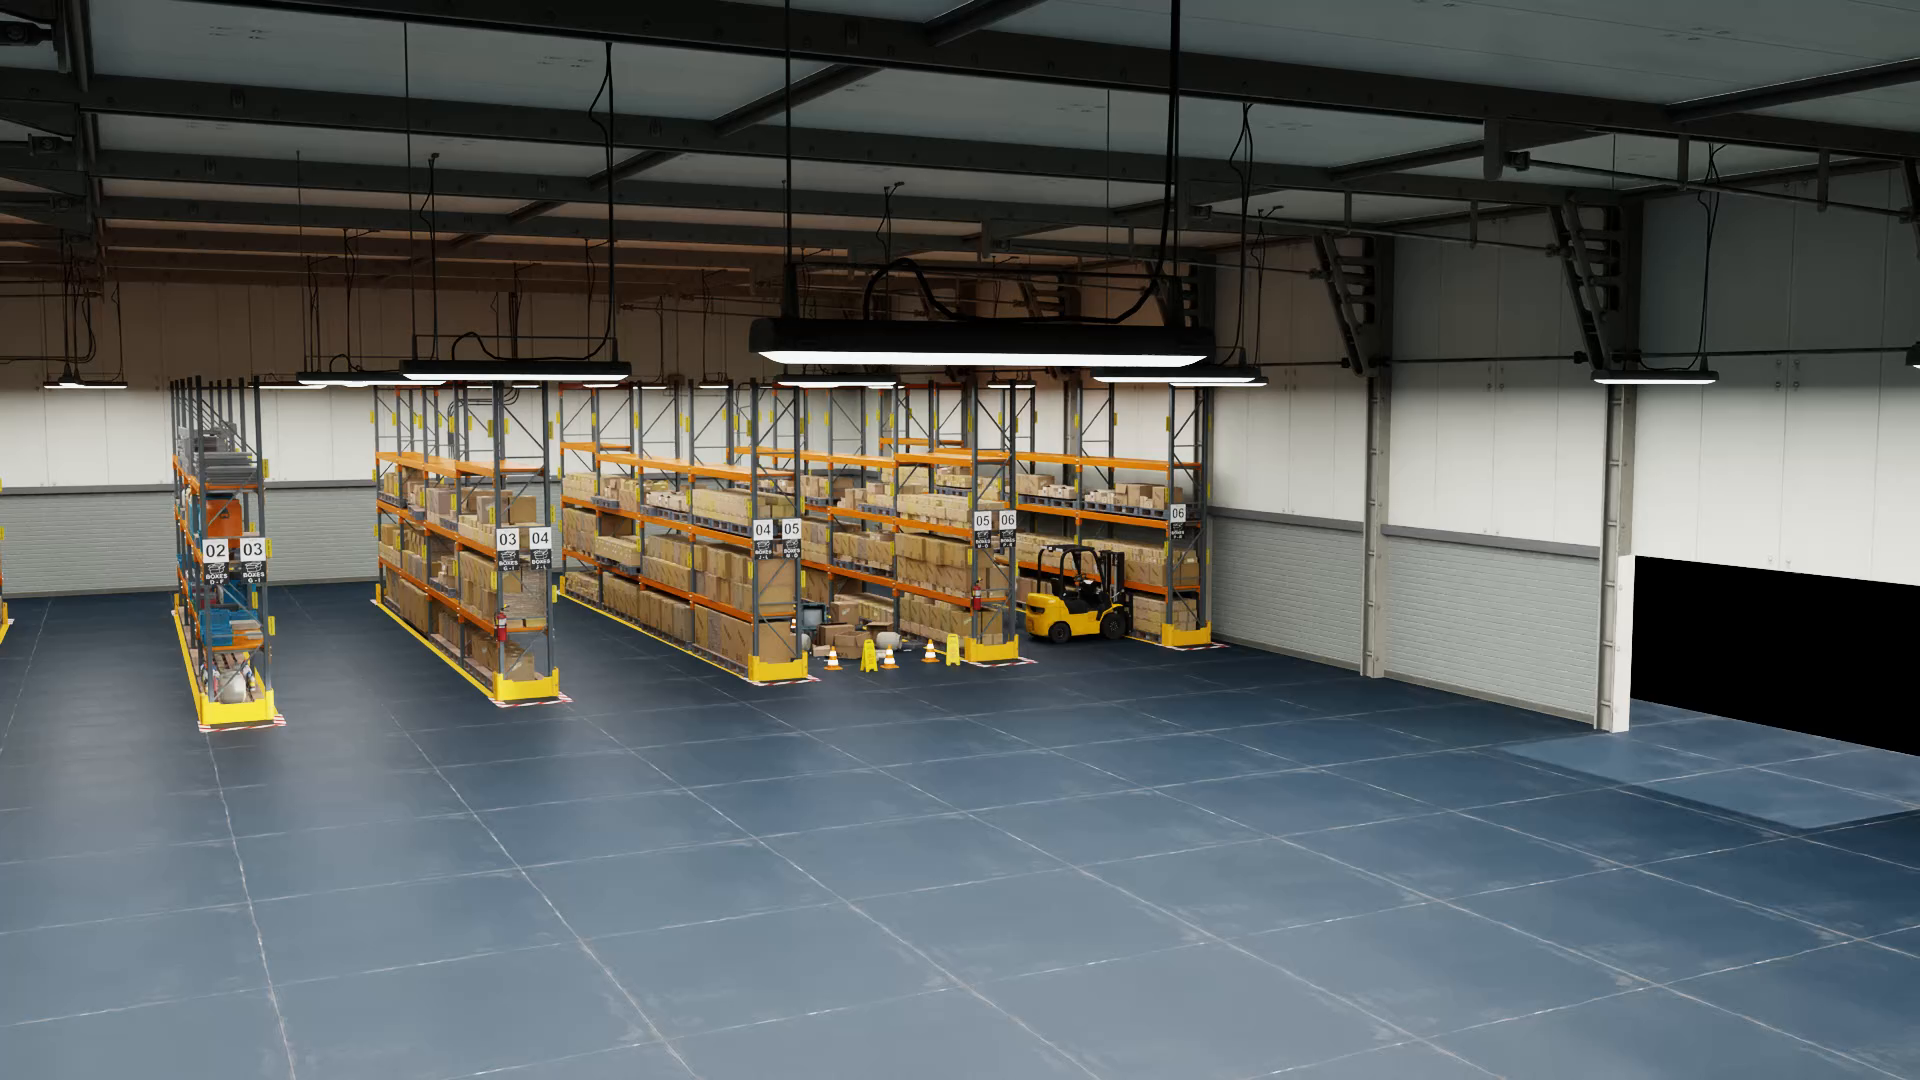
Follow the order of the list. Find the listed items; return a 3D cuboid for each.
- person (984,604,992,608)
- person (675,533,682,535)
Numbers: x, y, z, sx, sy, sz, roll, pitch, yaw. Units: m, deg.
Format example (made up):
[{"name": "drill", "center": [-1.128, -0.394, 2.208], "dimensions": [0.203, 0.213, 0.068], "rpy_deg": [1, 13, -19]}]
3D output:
[{"name": "person", "center": [0.641, 1.177, 41.694], "dimensions": [0.433, 1.700, 0.733], "rpy_deg": [-4, 6, -35]}, {"name": "person", "center": [-8.107, 0.632, 47.748], "dimensions": [0.647, 1.766, 0.415], "rpy_deg": [2, 5, 19]}]
